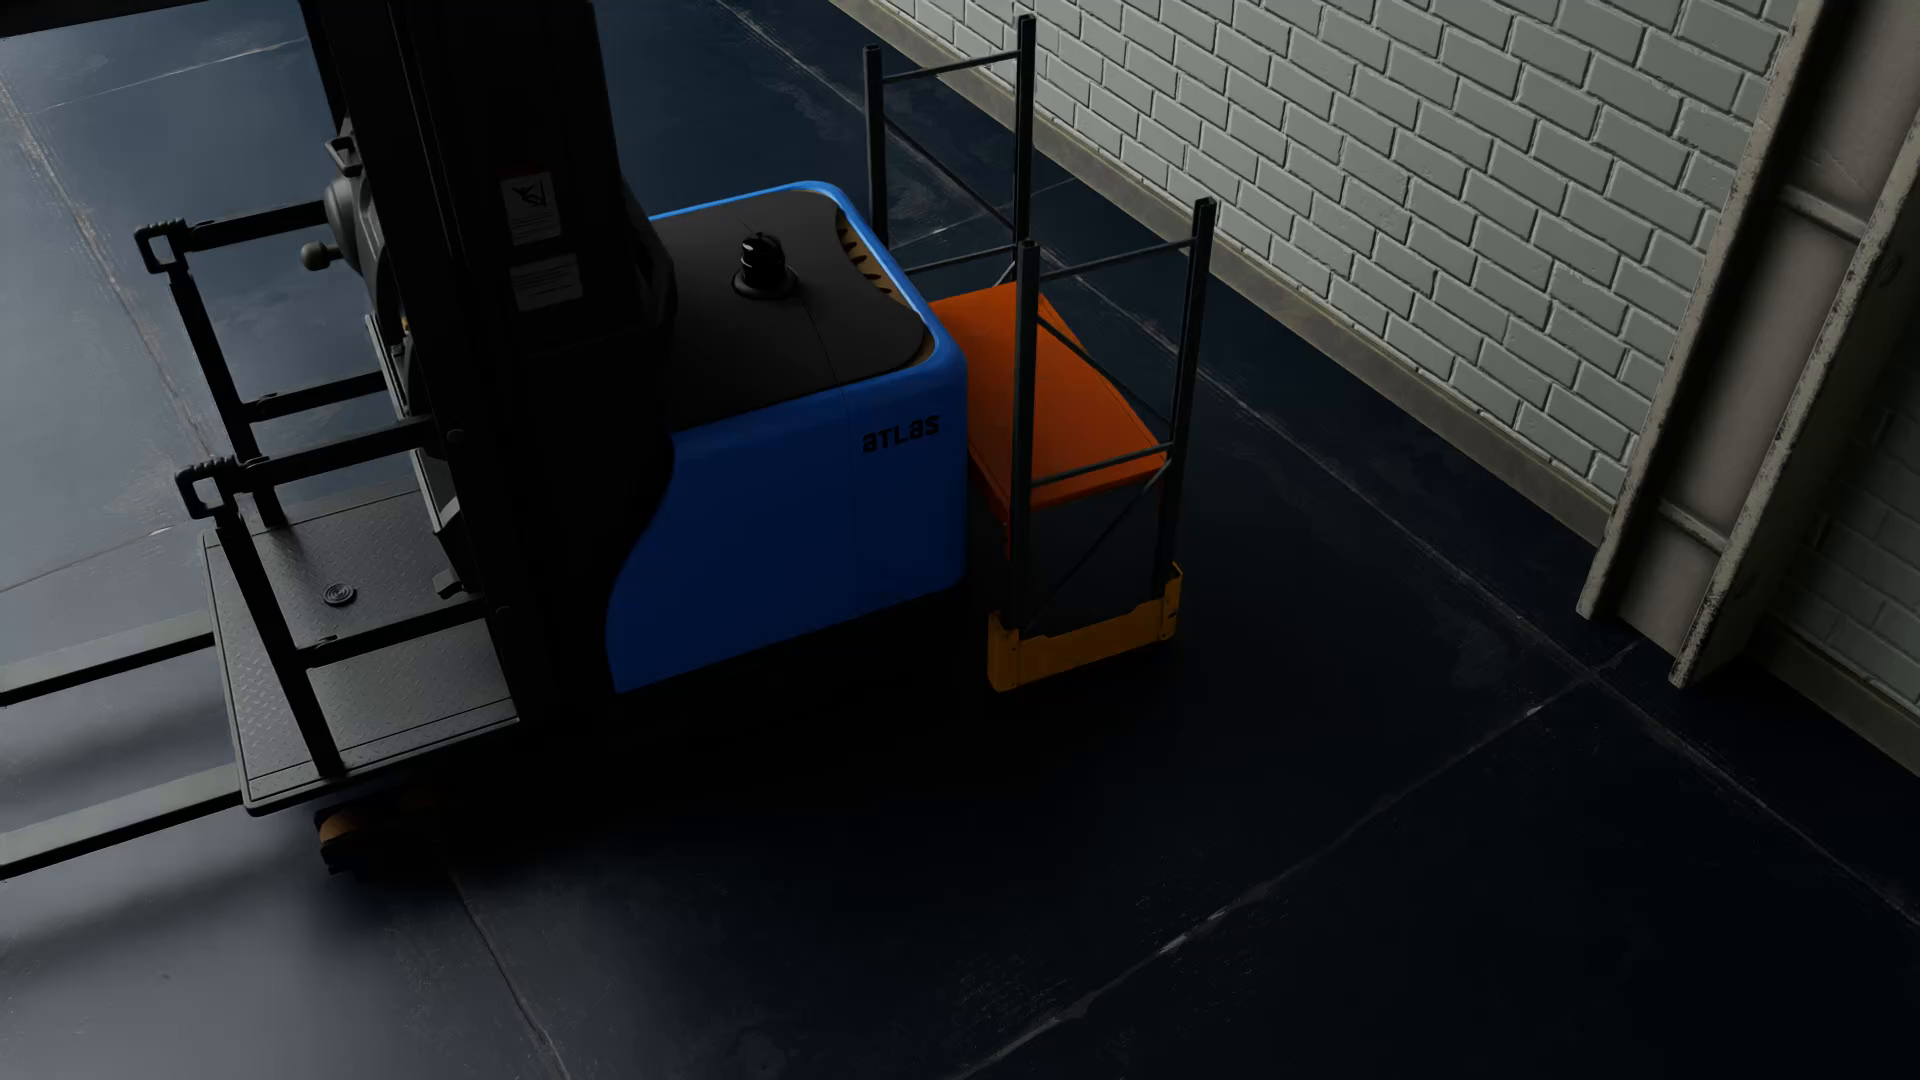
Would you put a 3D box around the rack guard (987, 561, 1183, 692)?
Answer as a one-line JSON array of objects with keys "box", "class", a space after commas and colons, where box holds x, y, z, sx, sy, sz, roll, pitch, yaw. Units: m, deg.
[{"box": [0.361, 0.247, 4.811, 0.587, 0.250, 0.087, -16, 46, -16], "class": "rack guard"}]

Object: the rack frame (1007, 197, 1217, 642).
[{"box": [0.368, -0.193, 4.366, 0.500, 1.500, 0.032, -16, 46, -16], "class": "rack frame"}]

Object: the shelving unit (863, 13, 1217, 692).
[{"box": [0.168, -0.522, 4.711, 0.587, 1.500, 1.083, -16, 46, -16], "class": "shelving unit"}]

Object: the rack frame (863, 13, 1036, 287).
[{"box": [-0.025, -0.840, 5.044, 0.500, 1.500, 0.032, -16, 46, -16], "class": "rack frame"}]

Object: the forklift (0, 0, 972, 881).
[{"box": [-1.528, -0.619, 3.776, 3.031, 2.935, 1.130, -17, 46, -17], "class": "forklift"}]

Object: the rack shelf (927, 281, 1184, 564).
[{"box": [0.171, -0.387, 4.829, 0.538, 0.185, 1.000, -16, 46, -16], "class": "rack shelf"}]
